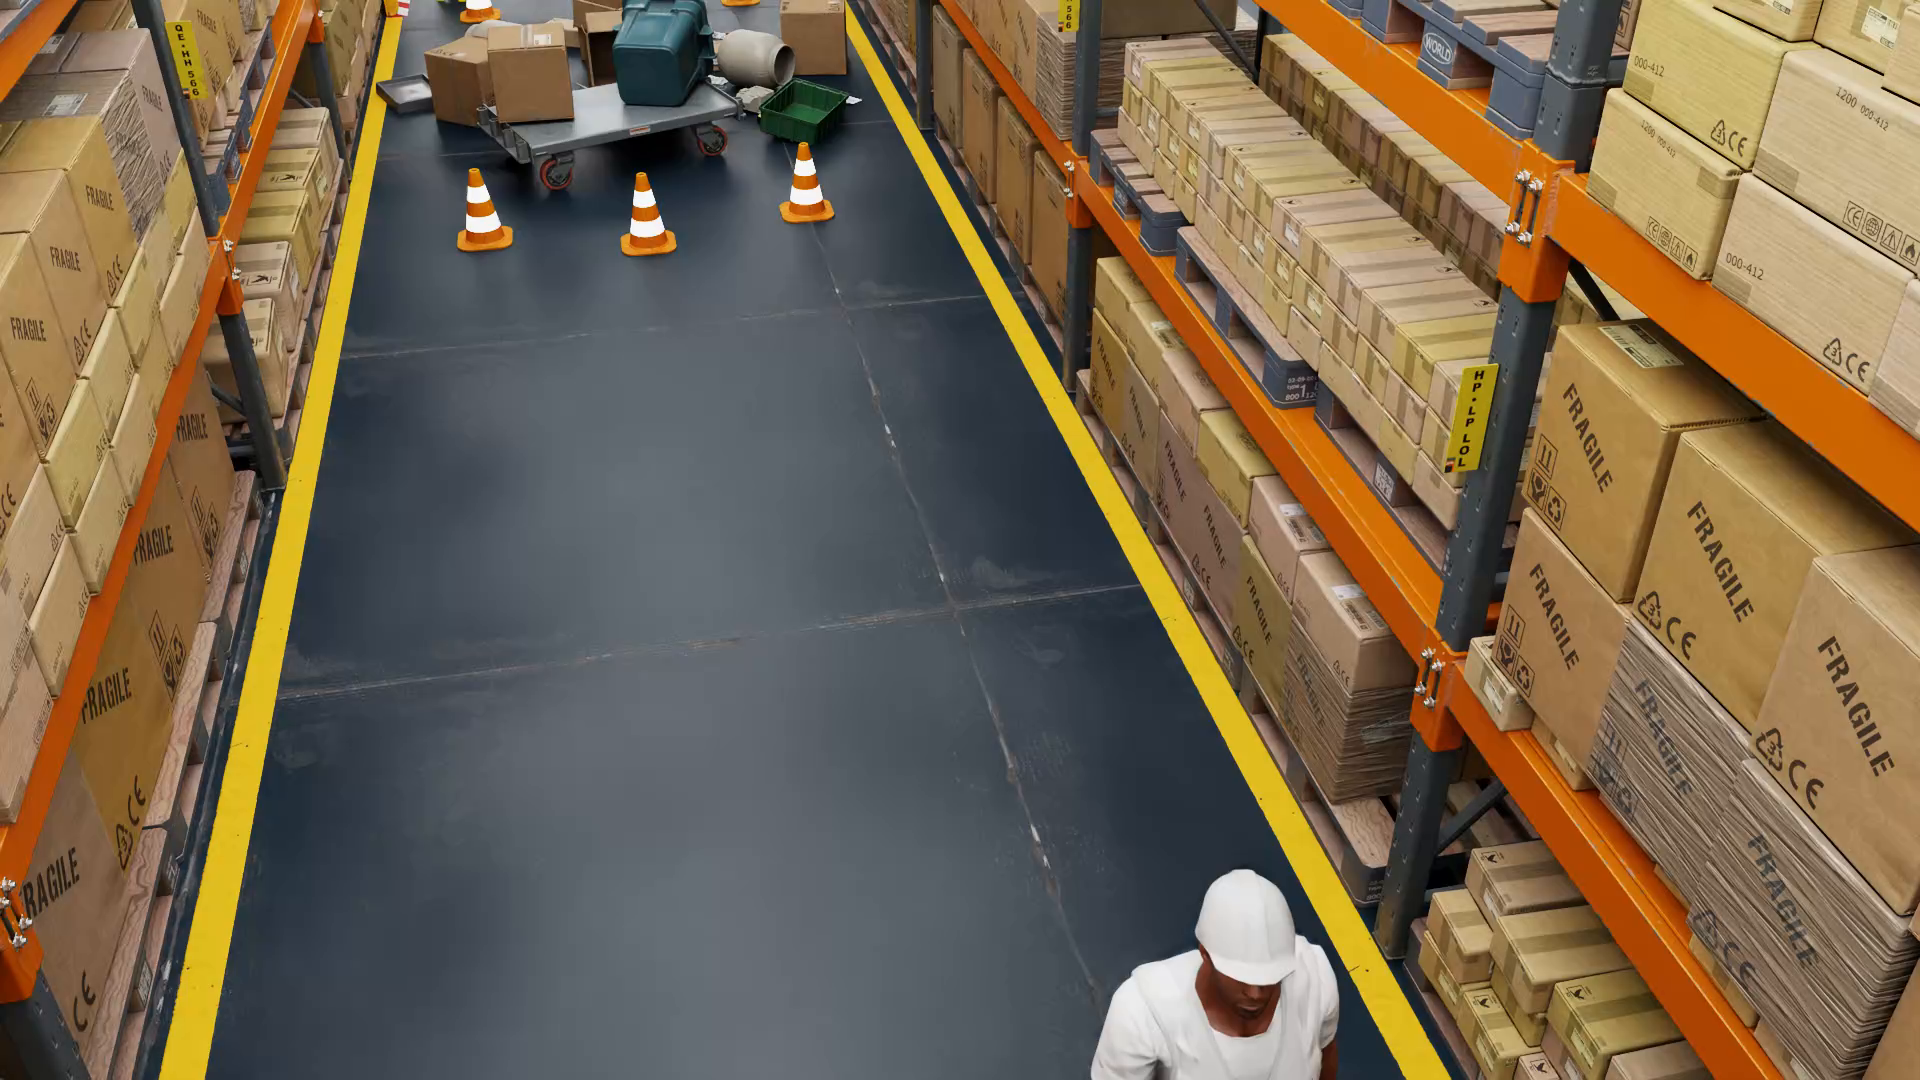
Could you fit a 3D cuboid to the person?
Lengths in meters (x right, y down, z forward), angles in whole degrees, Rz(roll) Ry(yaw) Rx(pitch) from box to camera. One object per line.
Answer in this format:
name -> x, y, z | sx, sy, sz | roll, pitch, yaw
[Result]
person -> 0.614, 1.466, 3.960 | 0.653, 1.800, 0.549 | -5, 34, -7
